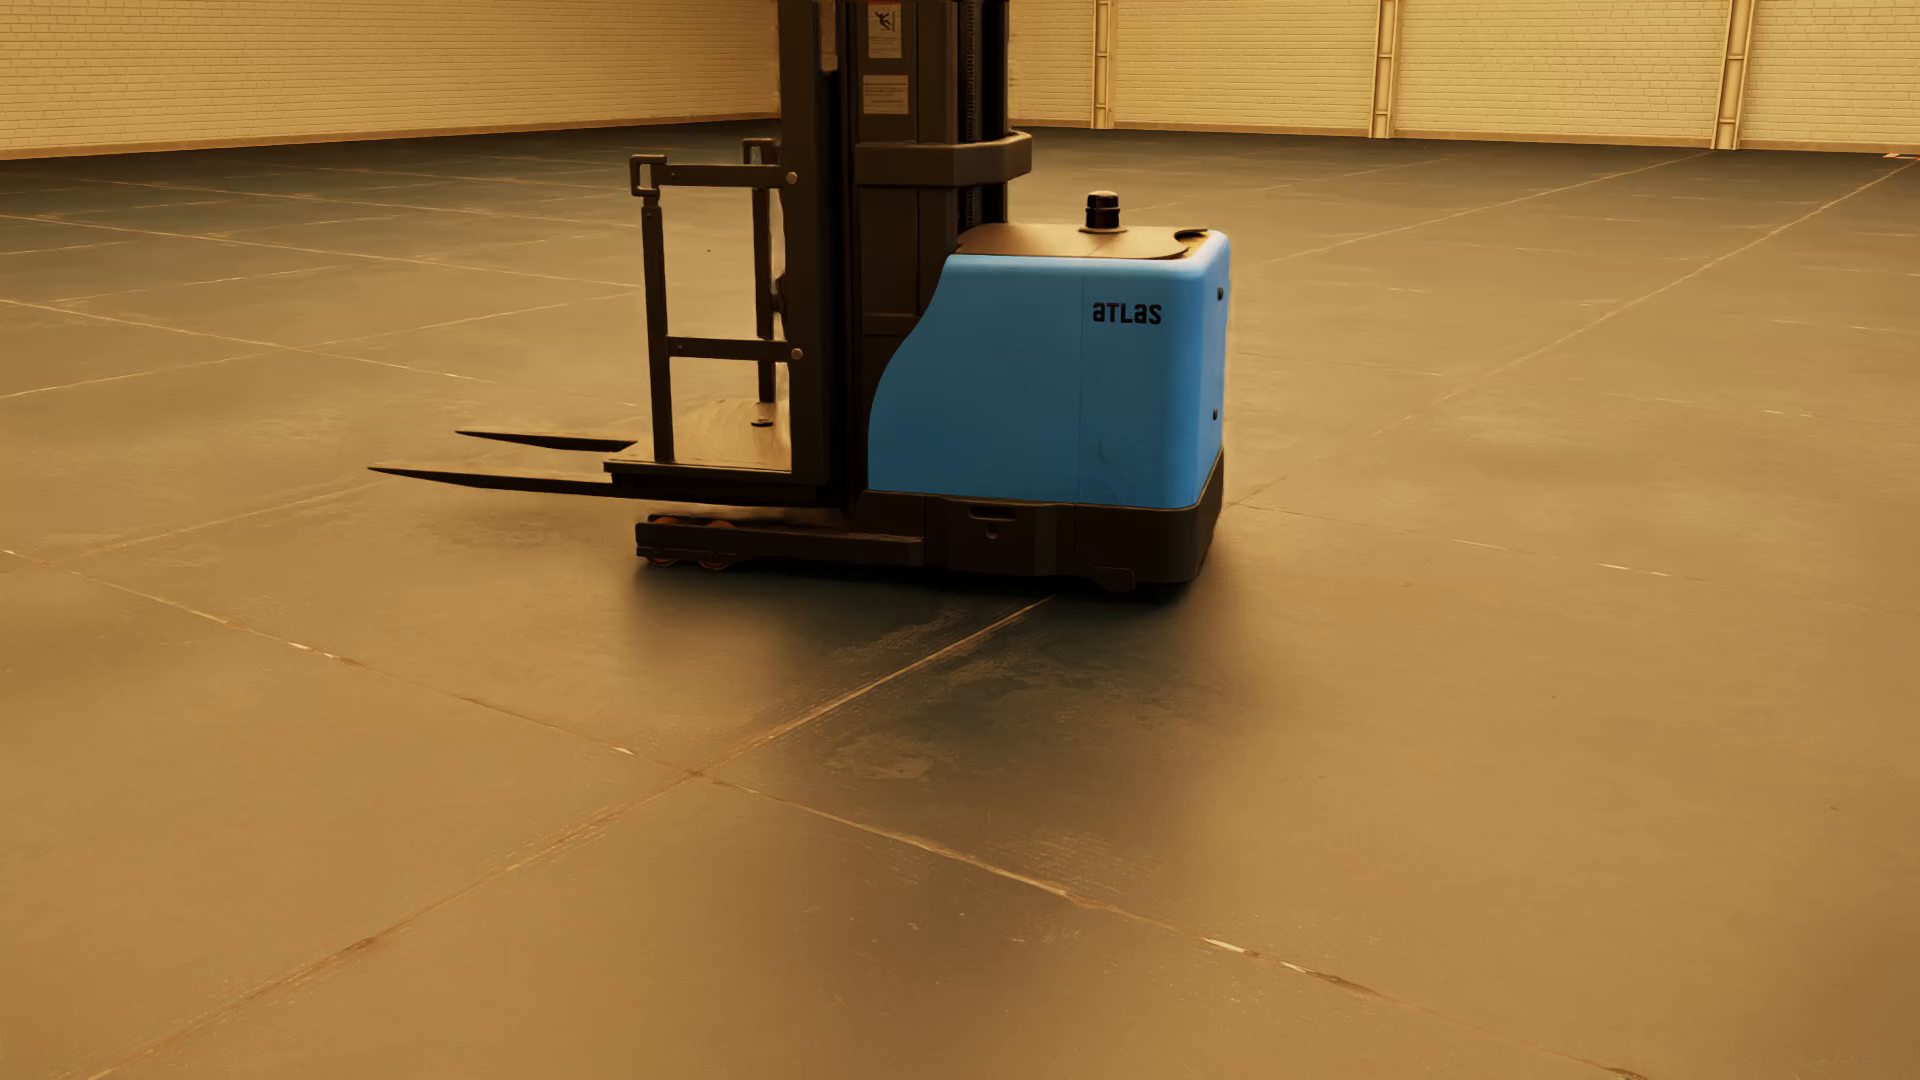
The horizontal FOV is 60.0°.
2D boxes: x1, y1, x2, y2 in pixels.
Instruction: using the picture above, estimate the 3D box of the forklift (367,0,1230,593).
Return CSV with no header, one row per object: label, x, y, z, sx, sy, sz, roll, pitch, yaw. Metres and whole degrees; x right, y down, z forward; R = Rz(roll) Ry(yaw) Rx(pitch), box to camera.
forklift,-0.614,-1.442,5.656,3.031,2.935,1.130,4,17,13
